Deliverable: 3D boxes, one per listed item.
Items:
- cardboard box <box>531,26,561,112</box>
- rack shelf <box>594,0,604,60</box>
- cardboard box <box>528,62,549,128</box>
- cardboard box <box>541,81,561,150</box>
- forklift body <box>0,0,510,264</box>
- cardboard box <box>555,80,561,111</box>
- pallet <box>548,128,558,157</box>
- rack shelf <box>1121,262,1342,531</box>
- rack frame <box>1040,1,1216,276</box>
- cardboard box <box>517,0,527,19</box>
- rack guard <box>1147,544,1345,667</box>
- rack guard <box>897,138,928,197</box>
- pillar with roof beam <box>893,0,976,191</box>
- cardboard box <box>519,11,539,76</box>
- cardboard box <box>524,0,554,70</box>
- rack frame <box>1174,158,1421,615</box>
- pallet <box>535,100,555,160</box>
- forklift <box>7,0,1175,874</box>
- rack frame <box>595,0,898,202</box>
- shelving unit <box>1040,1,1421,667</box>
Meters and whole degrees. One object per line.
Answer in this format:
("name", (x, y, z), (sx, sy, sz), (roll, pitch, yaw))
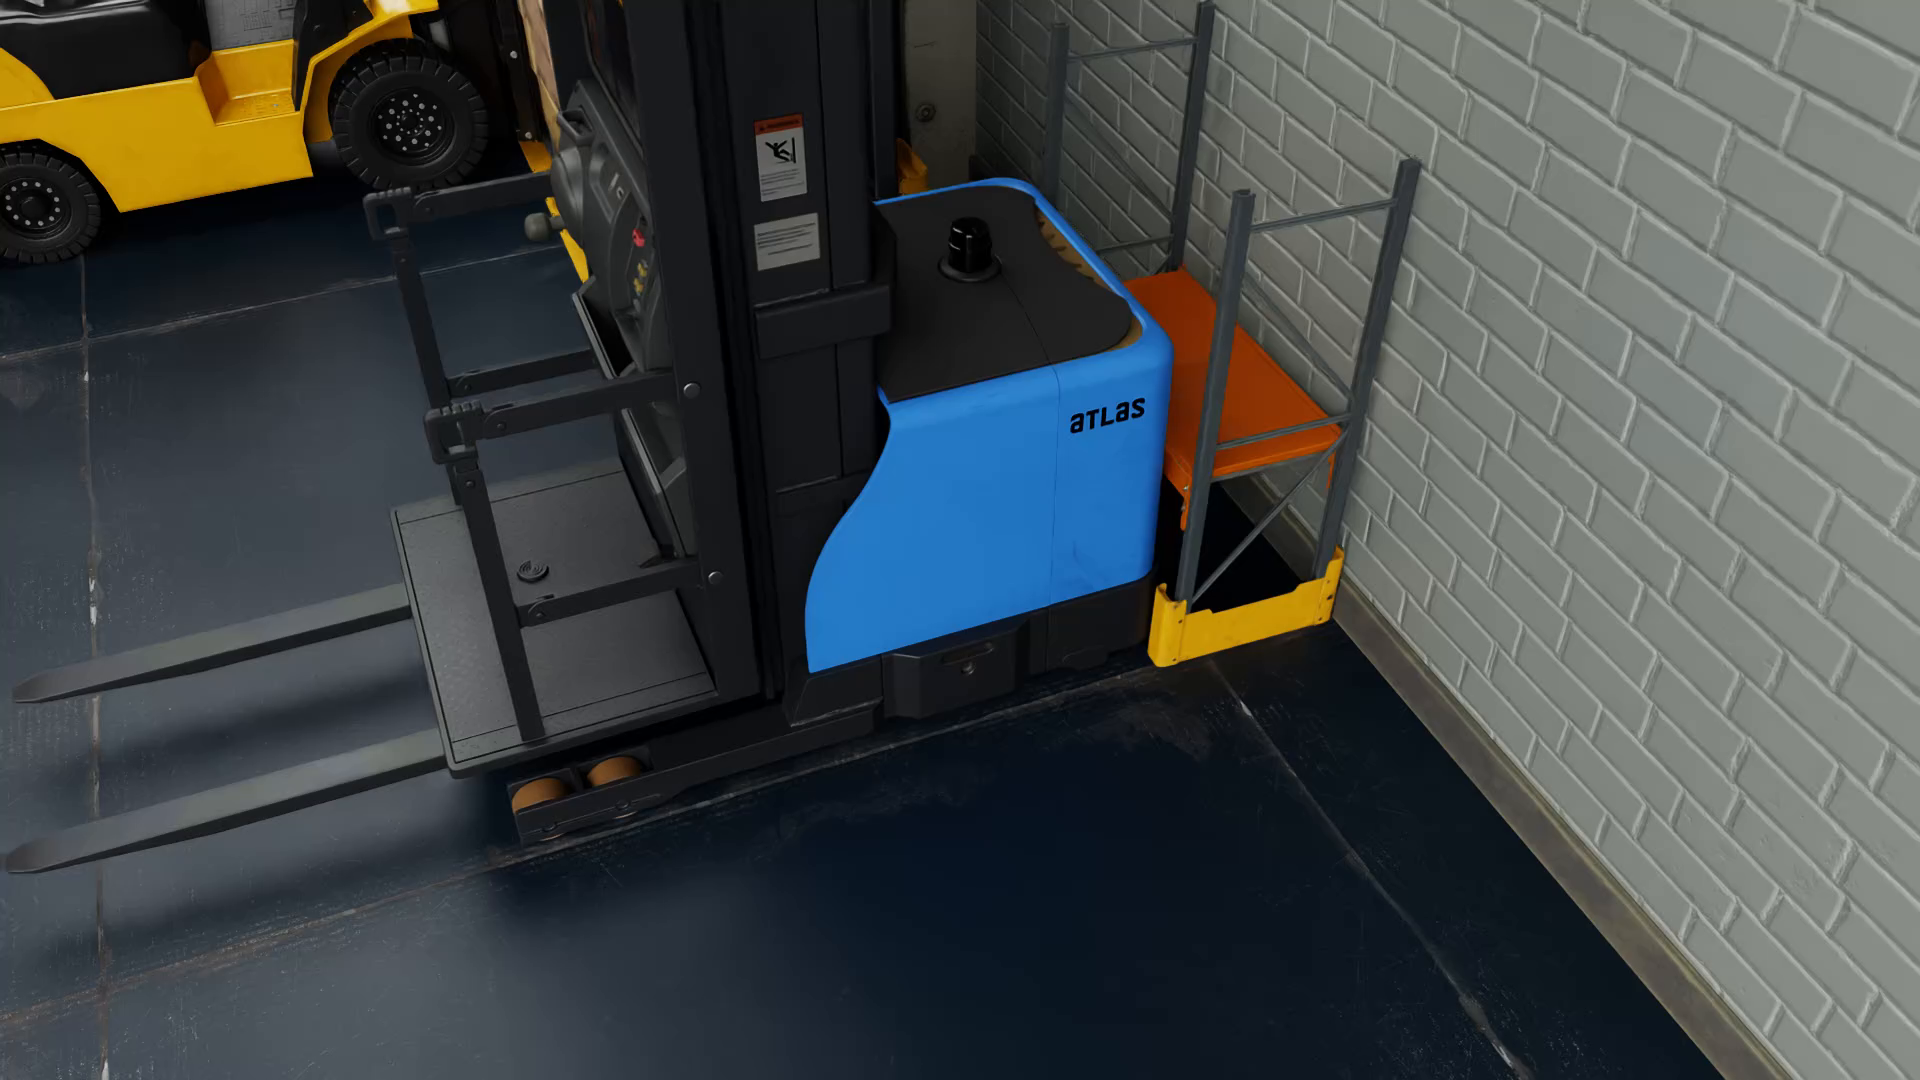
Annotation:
("cardboard box", (-1.370, -1.878, 6.537), (0.500, 0.250, 0.500), (-16, 43, -17))
("rack shelf", (-1.478, -2.984, 6.971), (1.077, 0.370, 4.000), (-15, 43, -17))
("cardboard box", (-1.549, -1.978, 7.036), (0.500, 0.250, 0.500), (-15, 43, -16))
("cardboard box", (-1.366, -1.674, 6.683), (0.500, 0.250, 0.500), (-15, 43, -17))
("forklift body", (-3.124, -2.417, 6.411), (2.313, 2.155, 1.214), (-15, 43, -17))
("cardboard box", (-1.188, -1.573, 6.182), (0.500, 0.250, 0.500), (-16, 43, -17))
("pallet", (-1.044, -1.445, 6.768), (1.003, 0.211, 1.213), (-15, 43, -17))
("rack shelf", (0.656, -0.451, 4.885), (0.538, 0.185, 1.000), (-14, 42, -18))
("rack frame", (0.468, -0.895, 5.127), (0.500, 1.500, 0.032), (-14, 42, -18))
("cardboard box", (-1.581, -2.355, 6.707), (0.500, 0.250, 0.500), (-15, 43, -16))
("rack guard", (0.829, 0.184, 4.827), (0.587, 0.250, 0.087), (-14, 42, -18))
("rack guard", (-0.704, -1.089, 6.133), (1.175, 0.500, 0.348), (-15, 43, -17))
("pillar with roof beam", (-4.124, -3.897, 2.879), (9.100, 9.000, 0.400), (-15, 43, -17))
("cardboard box", (-1.587, -2.184, 6.892), (0.500, 0.250, 0.500), (-16, 43, -18))
("cardboard box", (-1.378, -2.053, 6.357), (0.500, 0.250, 0.500), (-14, 43, -16))
("rack frame", (0.853, -0.283, 4.412), (0.500, 1.500, 0.032), (-14, 42, -18))
("pallet", (-1.507, -2.178, 7.621), (1.003, 0.211, 1.213), (-15, 43, -17))
("forklift", (-1.007, -0.721, 3.840), (3.031, 2.935, 1.130), (-15, 43, -17))
("rack frame", (-0.713, -2.052, 5.335), (1.000, 3.000, 0.127), (-15, 43, -17))
("shelving unit", (0.657, -0.595, 4.776), (0.587, 1.500, 1.083), (-14, 42, -18))
